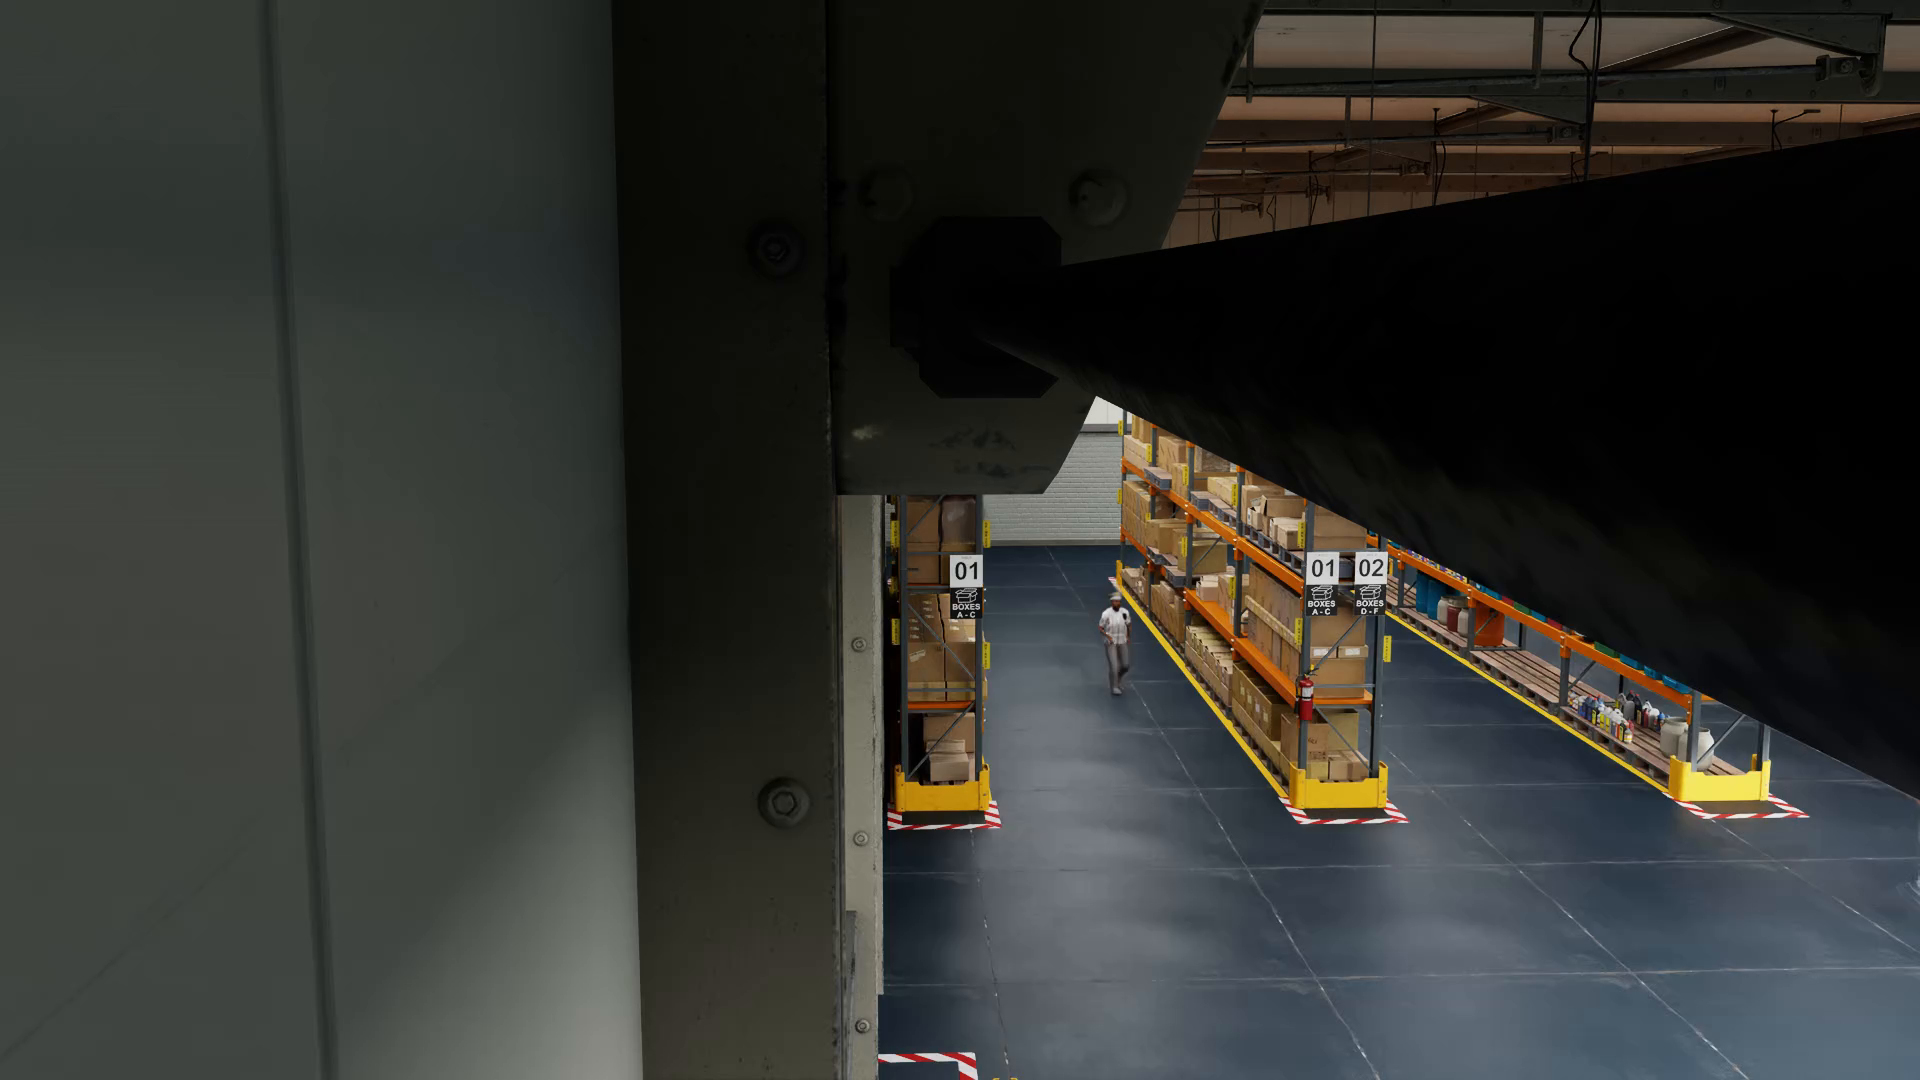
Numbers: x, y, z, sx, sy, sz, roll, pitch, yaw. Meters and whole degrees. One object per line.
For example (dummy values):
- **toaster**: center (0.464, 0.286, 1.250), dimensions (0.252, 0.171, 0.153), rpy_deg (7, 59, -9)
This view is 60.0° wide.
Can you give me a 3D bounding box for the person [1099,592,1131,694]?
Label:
- **person**: center (2.490, 1.636, 26.345), dimensions (0.550, 1.654, 0.504), rpy_deg (-2, 9, -10)
